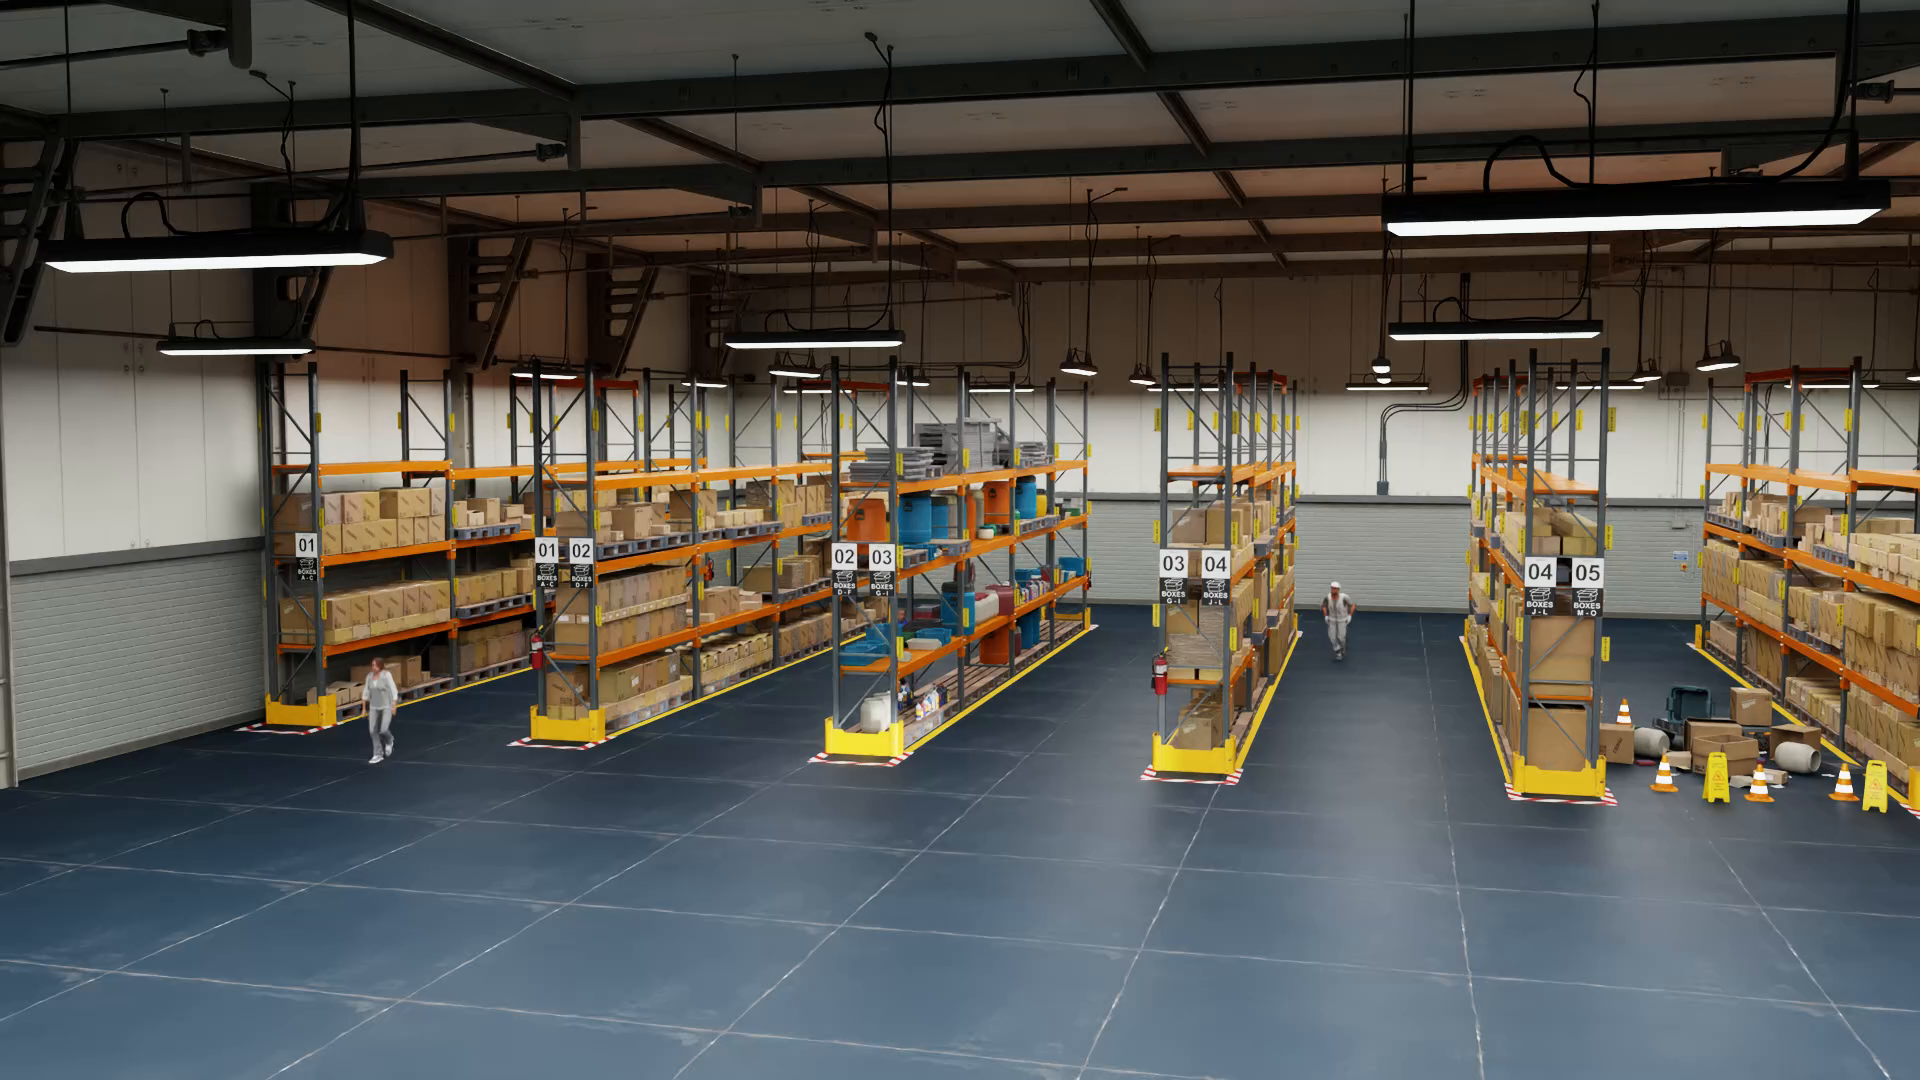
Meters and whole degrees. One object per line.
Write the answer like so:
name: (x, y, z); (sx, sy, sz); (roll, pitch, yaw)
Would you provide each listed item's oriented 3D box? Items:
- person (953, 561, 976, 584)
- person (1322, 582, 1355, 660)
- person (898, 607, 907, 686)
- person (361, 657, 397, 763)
person: (0.081, 1.193, 42.192); (0.633, 1.622, 1.115); (1, 4, 9)
person: (7.964, 1.704, 35.000); (0.697, 1.686, 0.635); (2, 4, 23)
person: (-1.106, 2.042, 30.614); (0.526, 1.611, 0.934); (1, 4, 16)
person: (-8.566, 2.497, 24.623); (0.501, 1.582, 0.475); (0, 4, 6)
